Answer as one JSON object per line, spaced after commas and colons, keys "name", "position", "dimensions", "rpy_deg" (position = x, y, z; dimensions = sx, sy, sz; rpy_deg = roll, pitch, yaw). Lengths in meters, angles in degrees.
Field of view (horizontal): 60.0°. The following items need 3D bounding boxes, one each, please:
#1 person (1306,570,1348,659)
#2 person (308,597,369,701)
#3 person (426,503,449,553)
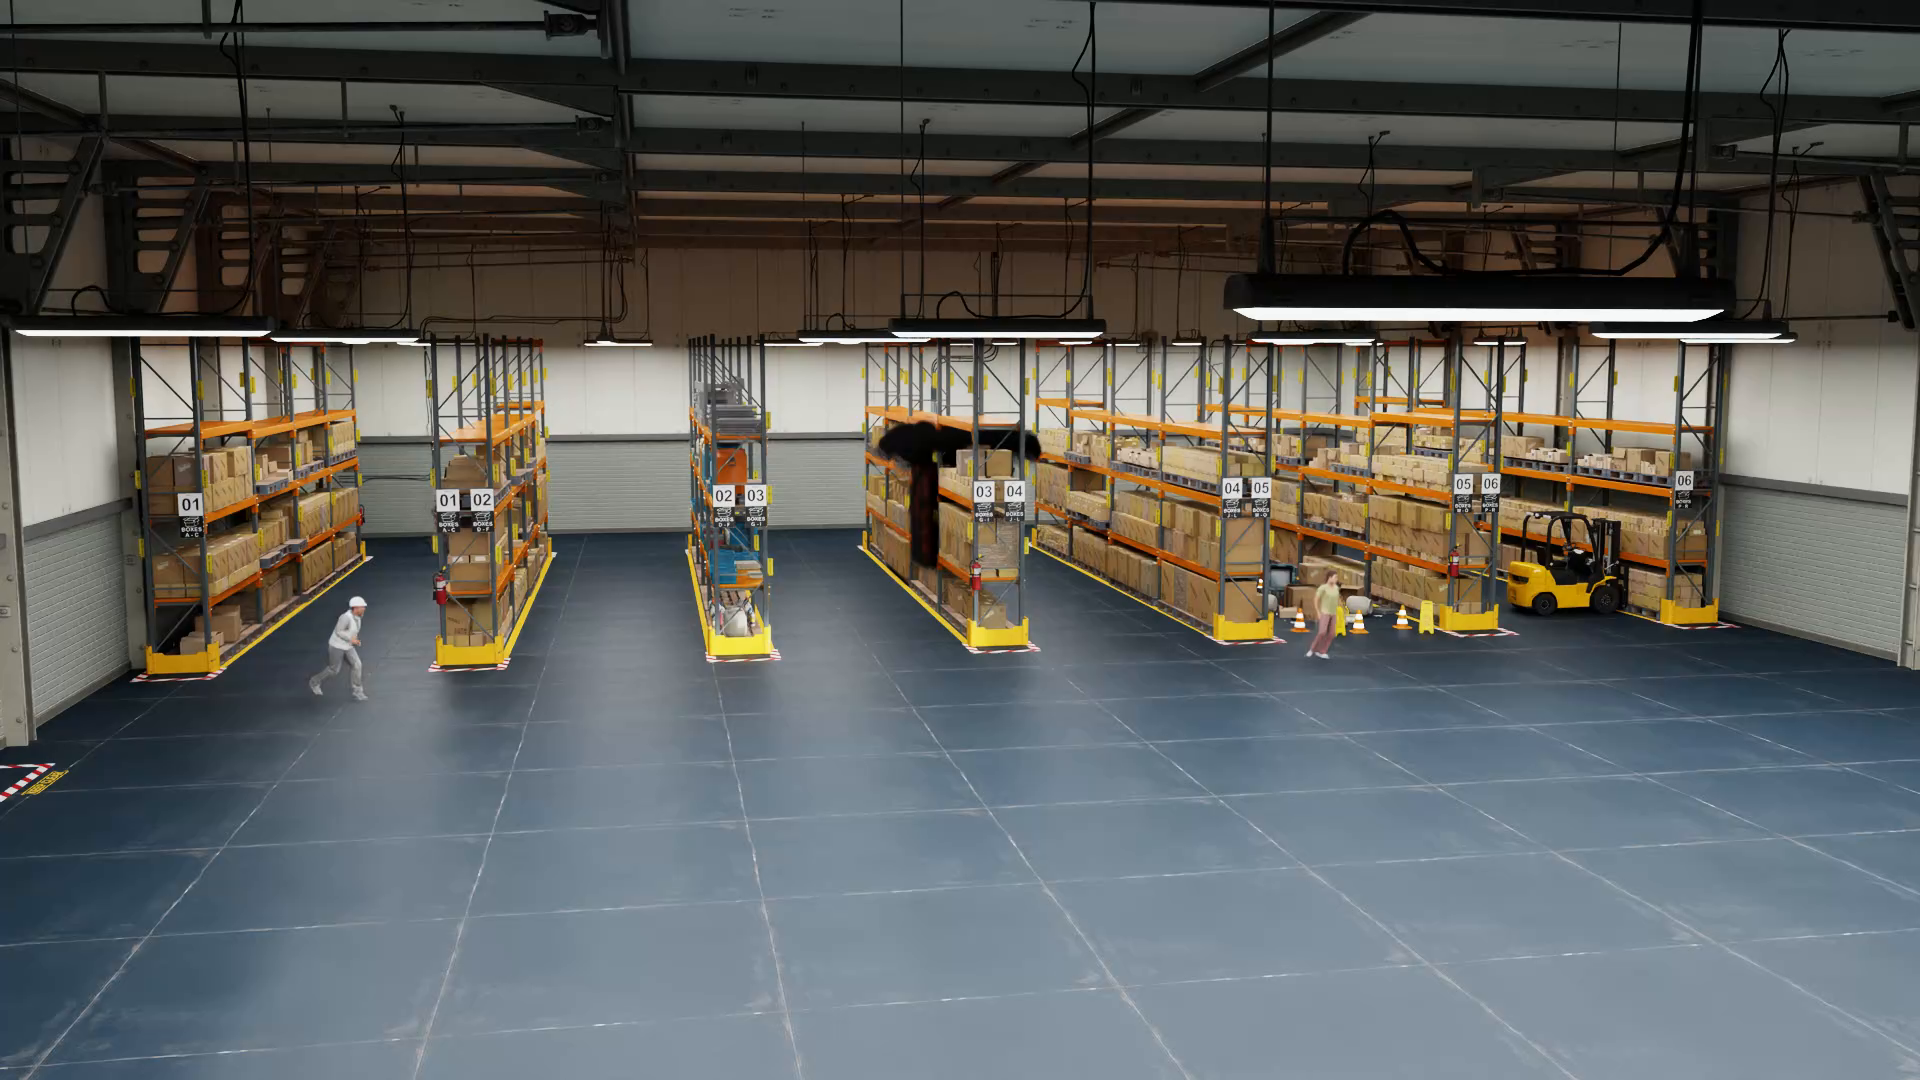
{"name": "person", "position": [6.792, 1.393, 30.823], "dimensions": [0.699, 1.657, 0.546], "rpy_deg": [-4, 8, -32]}
{"name": "person", "position": [-10.183, 1.784, 27.245], "dimensions": [1.041, 1.733, 0.692], "rpy_deg": [0, 7, 3]}
{"name": "person", "position": [-14.561, -0.484, 46.643], "dimensions": [0.908, 1.704, 0.650], "rpy_deg": [-1, 7, -6]}
